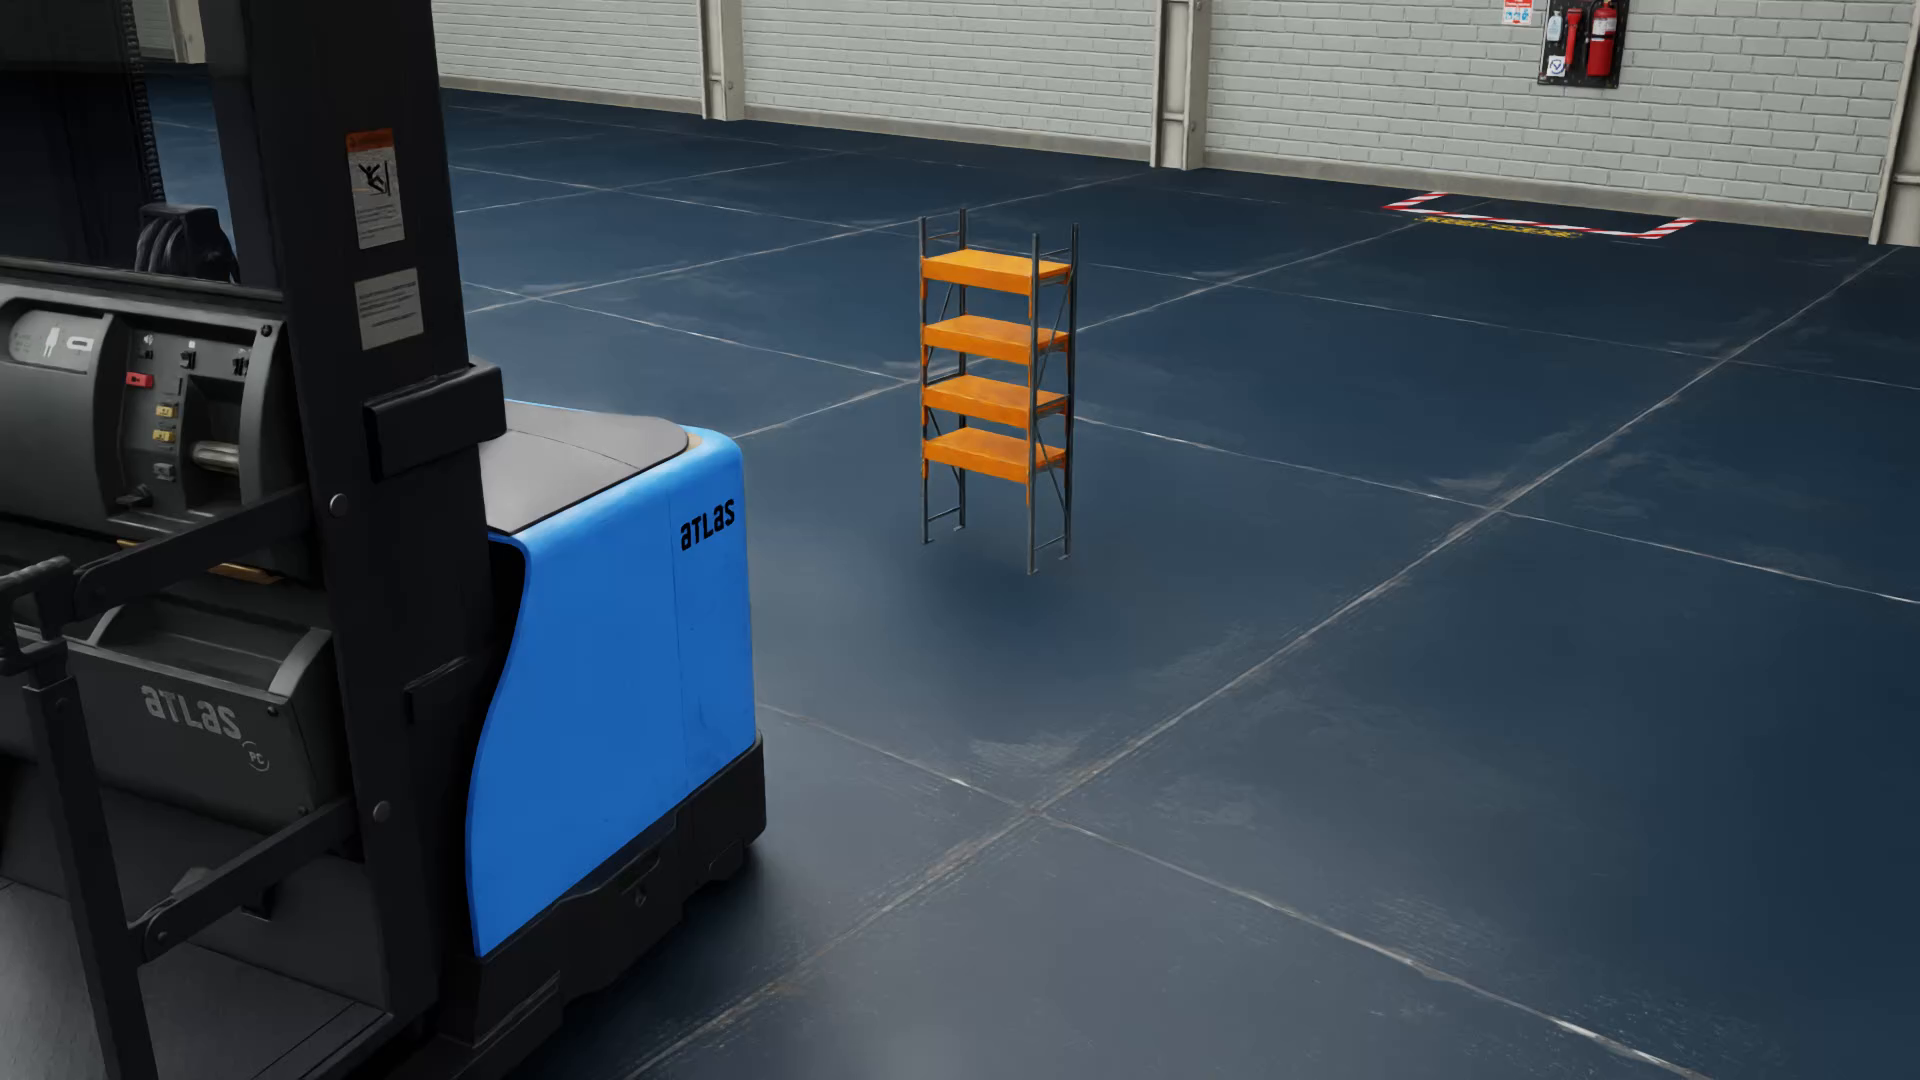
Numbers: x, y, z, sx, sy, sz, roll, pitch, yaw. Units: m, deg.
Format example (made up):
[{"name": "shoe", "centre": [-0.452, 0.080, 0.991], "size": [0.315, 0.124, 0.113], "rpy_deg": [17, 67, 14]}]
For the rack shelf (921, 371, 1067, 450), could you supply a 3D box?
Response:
[{"name": "rack shelf", "centre": [0.128, -0.462, 5.882], "size": [0.480, 0.148, 0.258], "rpy_deg": [16, 26, 36]}]

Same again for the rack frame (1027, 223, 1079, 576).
[{"name": "rack frame", "centre": [0.317, -0.470, 5.714], "size": [0.015, 1.200, 0.240], "rpy_deg": [16, 26, 36]}]

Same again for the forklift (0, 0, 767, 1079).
[{"name": "forklift", "centre": [-1.570, -0.216, 2.588], "size": [1.130, 2.935, 3.031], "rpy_deg": [10, 23, 24]}]

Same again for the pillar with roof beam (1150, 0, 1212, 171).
[{"name": "pillar with roof beam", "centre": [-0.736, -6.453, 10.527], "size": [0.400, 9.000, 9.100], "rpy_deg": [16, 26, 36]}]

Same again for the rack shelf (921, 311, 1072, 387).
[{"name": "rack shelf", "centre": [0.128, -0.671, 5.803], "size": [0.480, 0.148, 0.258], "rpy_deg": [16, 26, 36]}]

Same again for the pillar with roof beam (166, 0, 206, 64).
[{"name": "pillar with roof beam", "centre": [-14.681, -10.469, 21.176], "size": [0.400, 9.000, 9.100], "rpy_deg": [16, 26, 36]}]

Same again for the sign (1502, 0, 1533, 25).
[{"name": "sign", "centre": [4.381, -4.214, 13.041], "size": [0.234, 0.329, 0.001], "rpy_deg": [16, 26, 36]}]

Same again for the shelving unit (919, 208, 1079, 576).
[{"name": "shelving unit", "centre": [0.128, -0.524, 5.859], "size": [0.503, 1.200, 0.258], "rpy_deg": [16, 26, 36]}]

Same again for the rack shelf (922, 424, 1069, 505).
[{"name": "rack shelf", "centre": [0.128, -0.276, 5.952], "size": [0.480, 0.148, 0.258], "rpy_deg": [16, 26, 36]}]

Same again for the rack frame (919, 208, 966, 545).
[{"name": "rack frame", "centre": [-0.061, -0.579, 6.003], "size": [0.015, 1.200, 0.240], "rpy_deg": [16, 26, 36]}]

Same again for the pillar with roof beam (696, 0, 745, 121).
[{"name": "pillar with roof beam", "centre": [-5.385, -7.792, 14.076], "size": [0.400, 9.000, 9.100], "rpy_deg": [16, 26, 36]}]

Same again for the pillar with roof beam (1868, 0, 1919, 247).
[{"name": "pillar with roof beam", "centre": [3.912, -5.114, 6.977], "size": [0.400, 9.000, 9.100], "rpy_deg": [16, 26, 36]}]

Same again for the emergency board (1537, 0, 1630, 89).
[{"name": "emergency board", "centre": [4.744, -4.046, 12.646], "size": [0.643, 1.169, 0.194], "rpy_deg": [16, 26, 36]}]

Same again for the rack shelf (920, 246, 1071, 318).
[{"name": "rack shelf", "centre": [0.128, -0.892, 5.720], "size": [0.480, 0.148, 0.258], "rpy_deg": [16, 26, 36]}]

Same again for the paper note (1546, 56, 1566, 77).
[{"name": "paper note", "centre": [4.650, -3.692, 12.956], "size": [0.142, 0.148, 0.016], "rpy_deg": [16, 26, 36]}]
